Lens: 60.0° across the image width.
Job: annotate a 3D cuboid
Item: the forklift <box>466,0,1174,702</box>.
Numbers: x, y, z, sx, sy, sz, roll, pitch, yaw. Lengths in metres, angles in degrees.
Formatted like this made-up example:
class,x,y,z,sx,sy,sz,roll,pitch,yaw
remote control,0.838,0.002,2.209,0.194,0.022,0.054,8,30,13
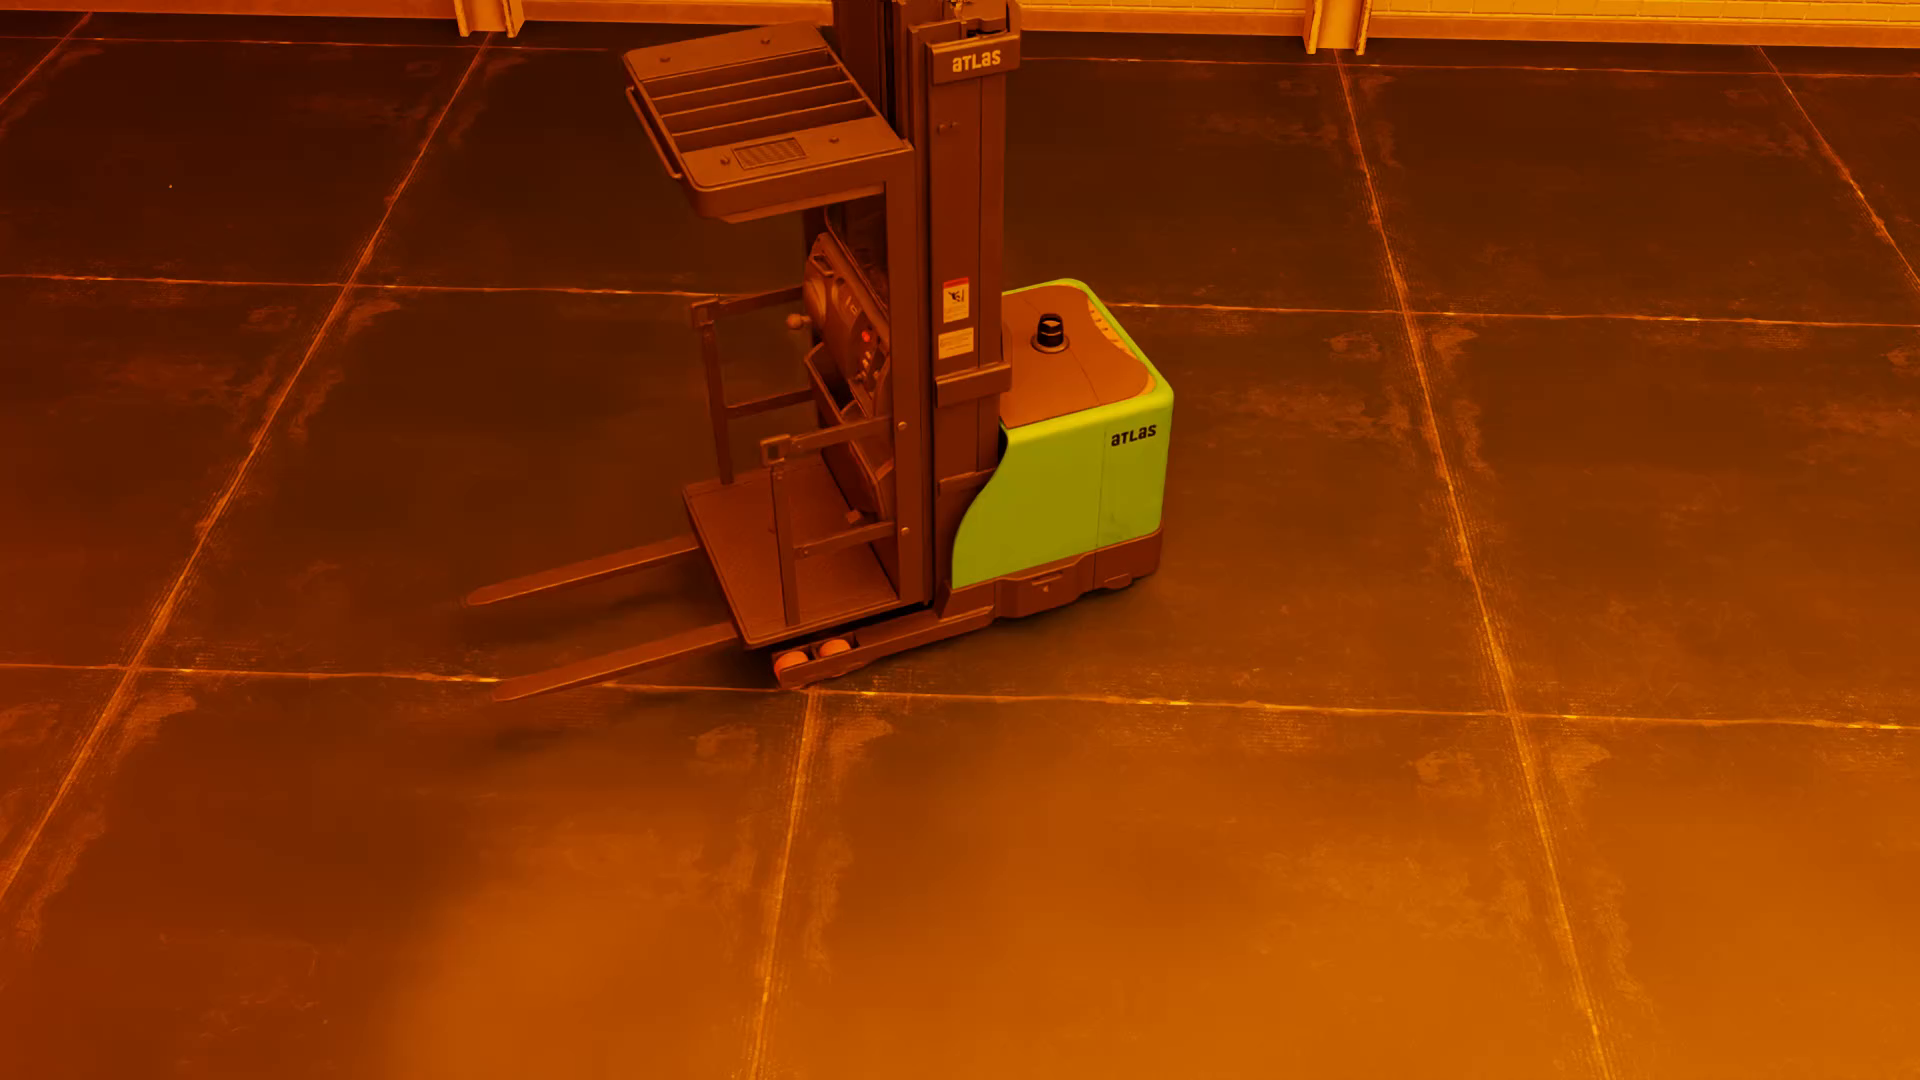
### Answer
class,x,y,z,sx,sy,sz,roll,pitch,yaw
forklift,-0.644,-0.843,6.665,3.031,2.935,1.130,-15,45,-16
